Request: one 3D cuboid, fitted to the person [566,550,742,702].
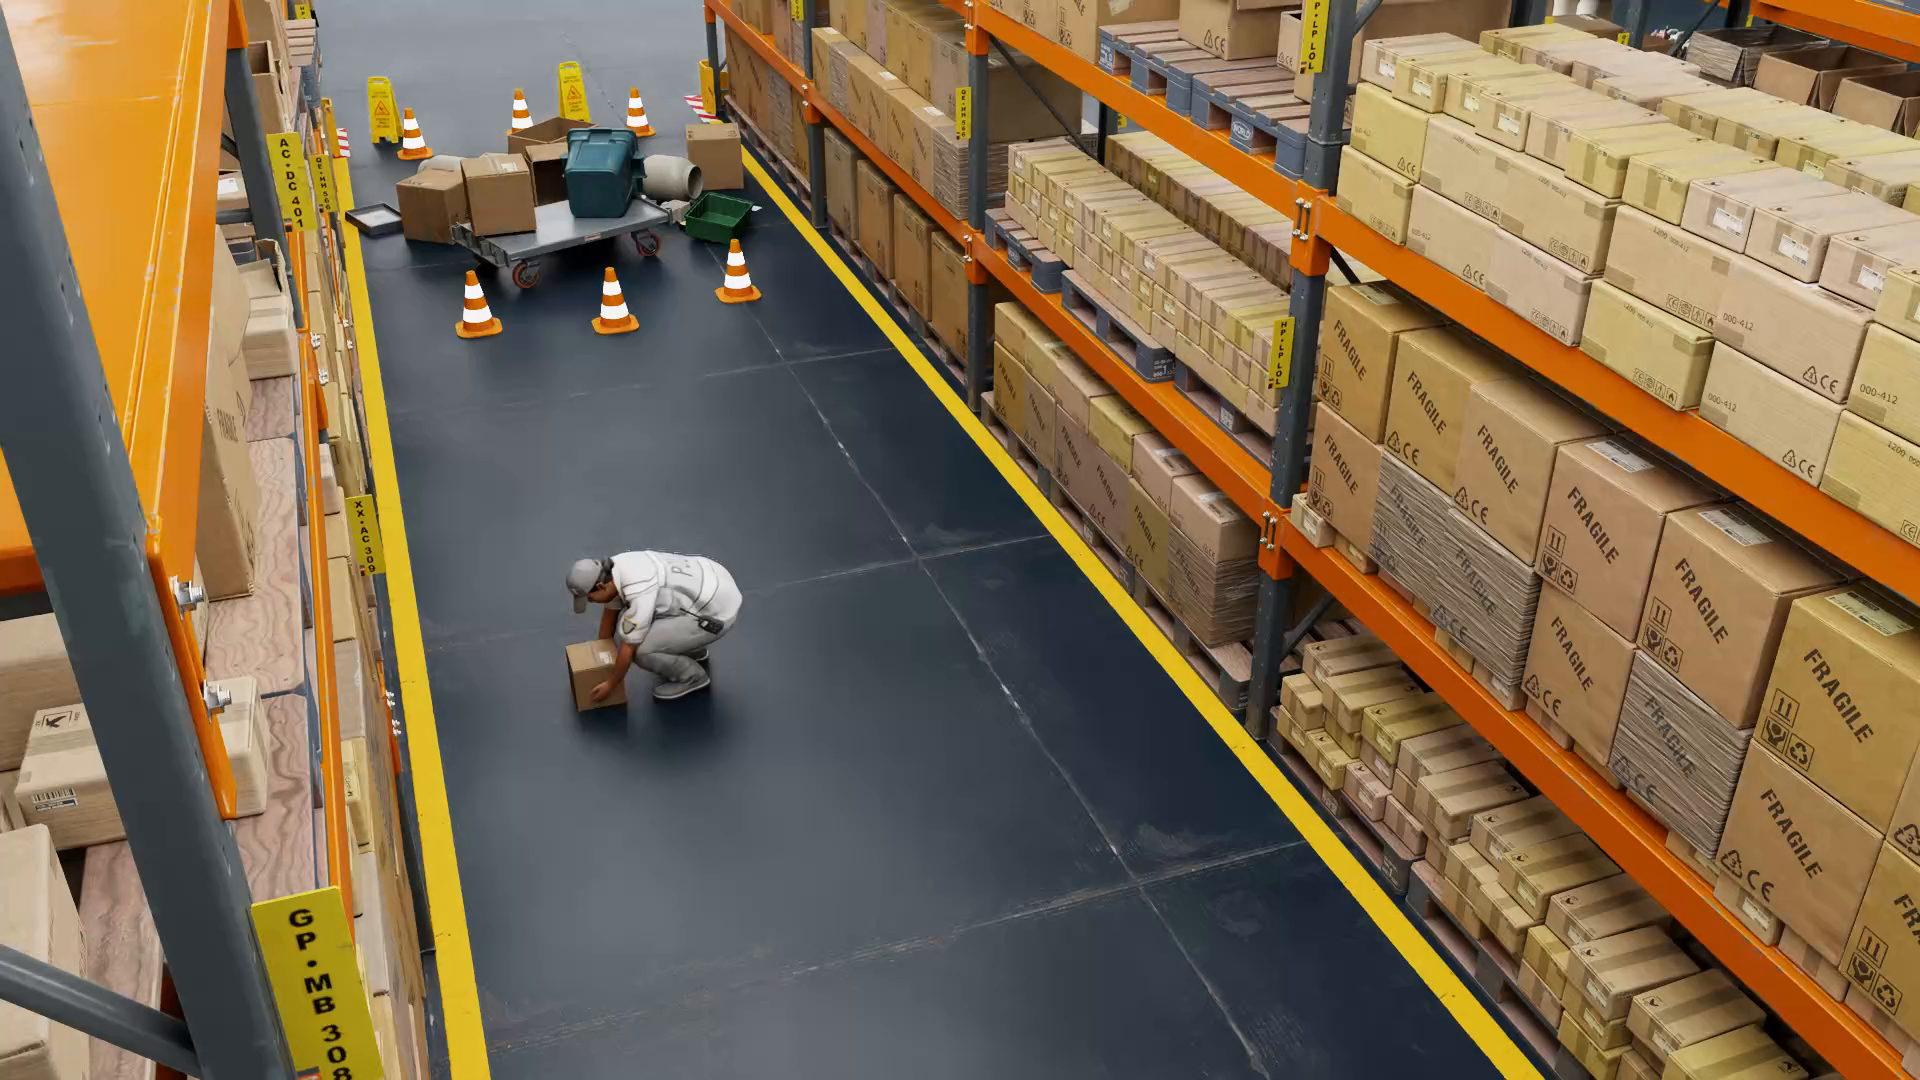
[{"bbox_3d":[-1.551,0.385,8.507,0.864,0.838,0.521,-10,32,-17],"label":"person"}]
